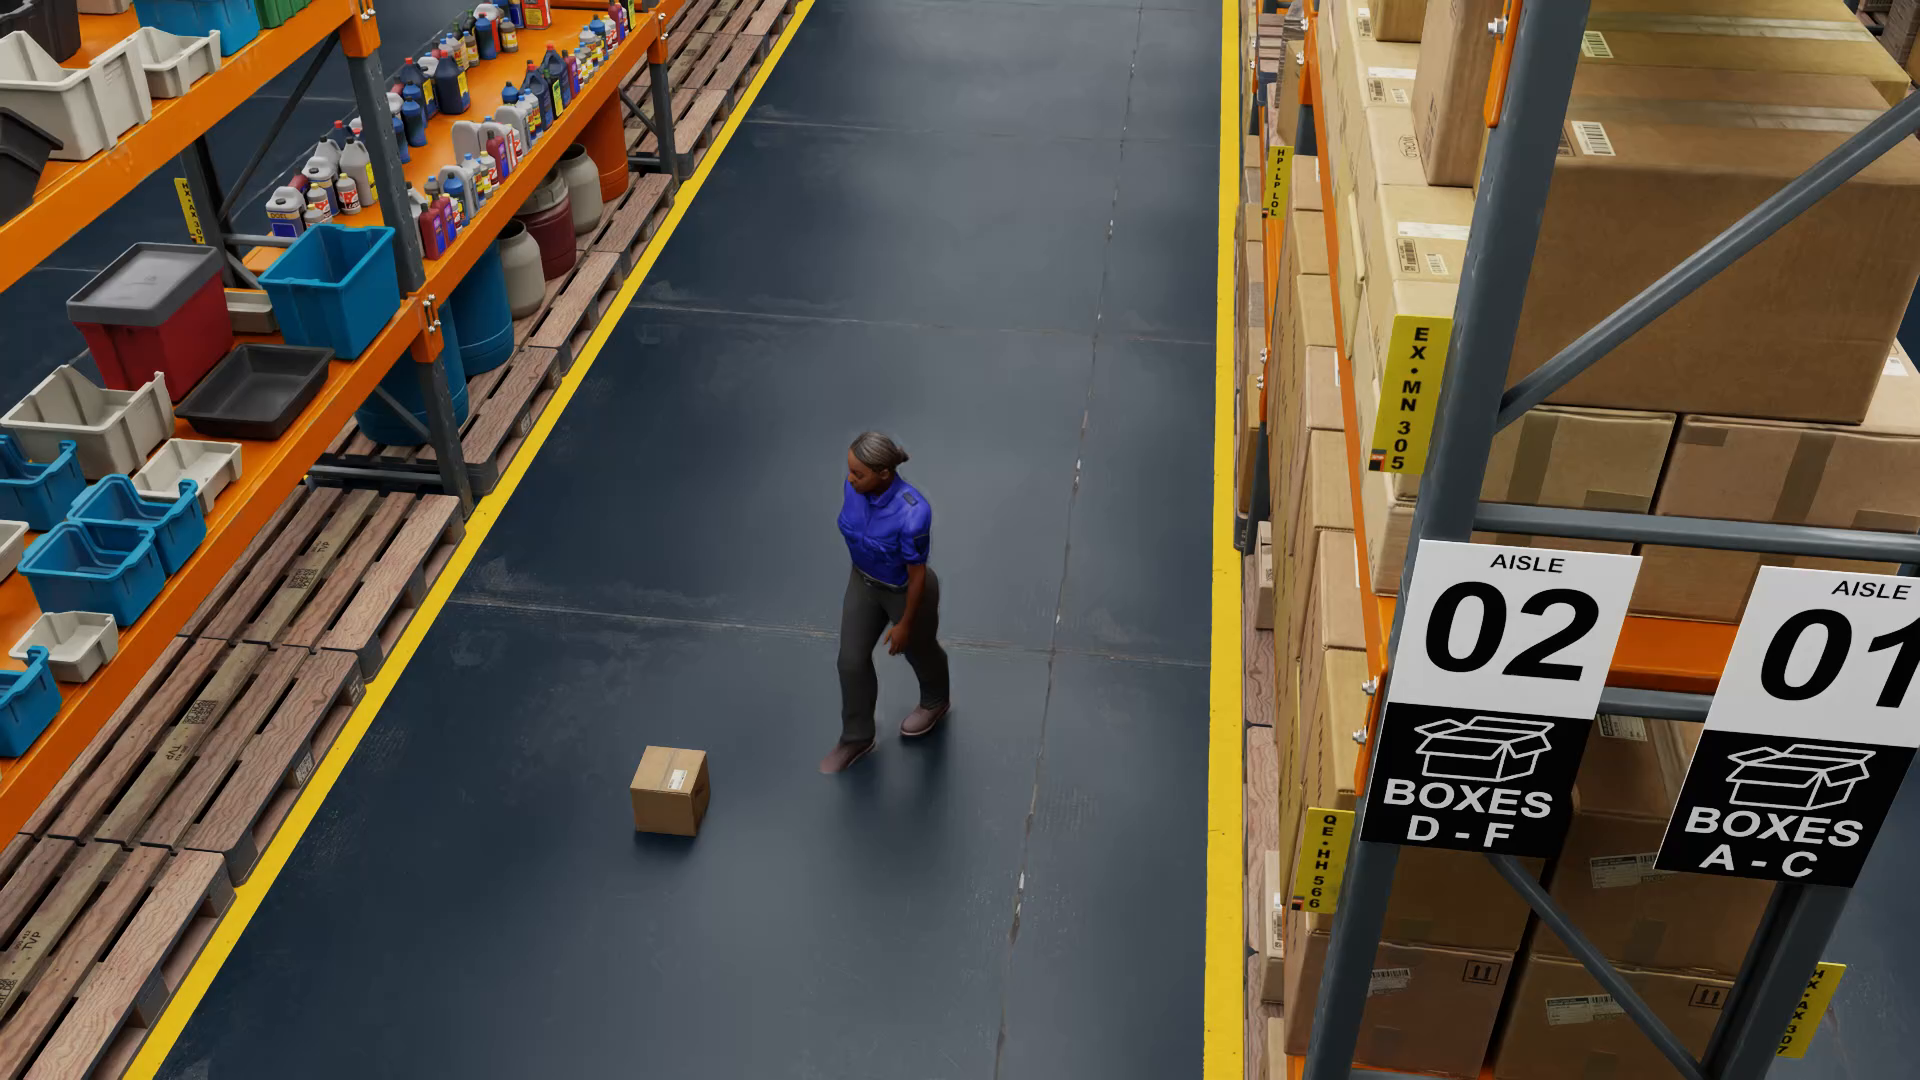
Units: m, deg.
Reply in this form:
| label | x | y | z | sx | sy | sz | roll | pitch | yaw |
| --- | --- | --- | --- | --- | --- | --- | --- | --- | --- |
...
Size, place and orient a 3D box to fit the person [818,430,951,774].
| label | x | y | z | sx | sy | sz | roll | pitch | yaw |
| --- | --- | --- | --- | --- | --- | --- | --- | --- | --- |
| person | -0.283 | 0.241 | 6.749 | 0.454 | 1.703 | 0.653 | 23 | 42 | 28 |
